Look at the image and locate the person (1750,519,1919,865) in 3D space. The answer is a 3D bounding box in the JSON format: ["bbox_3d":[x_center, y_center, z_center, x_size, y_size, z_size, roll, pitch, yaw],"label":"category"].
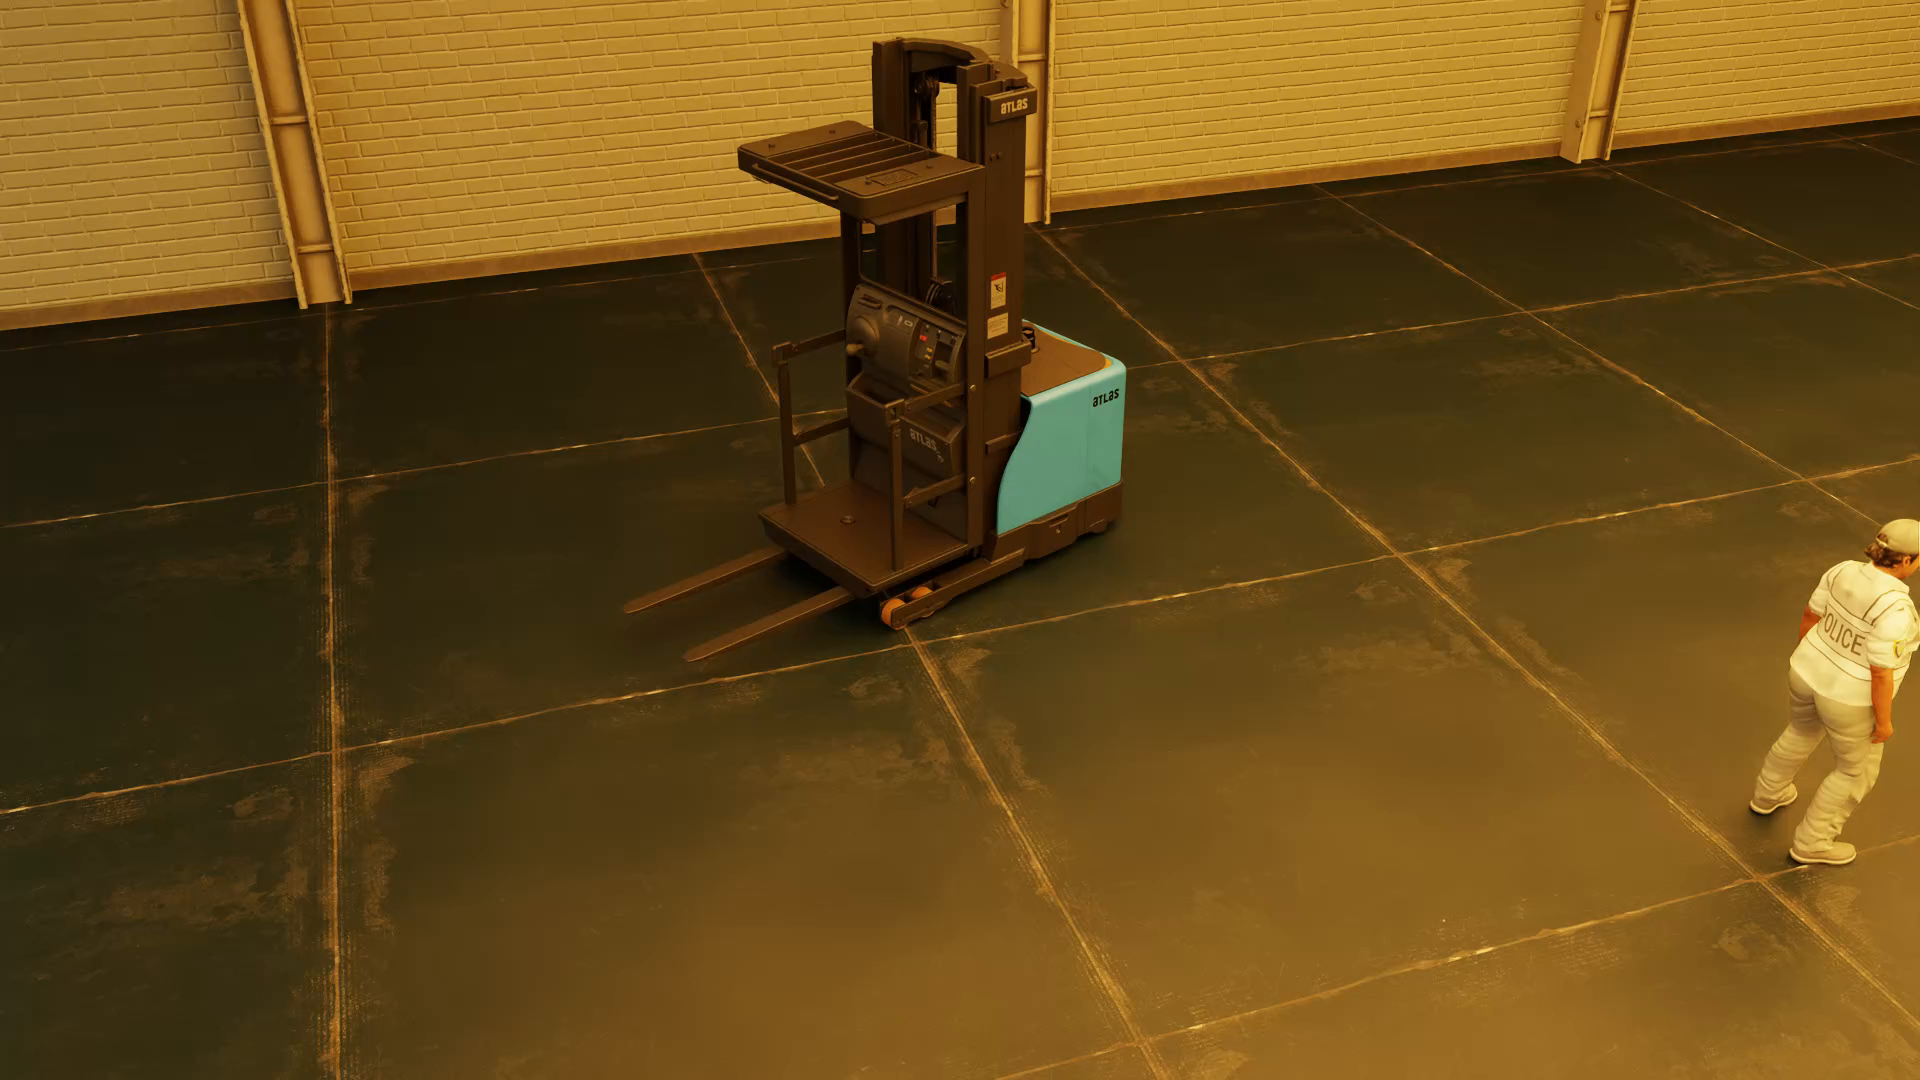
[{"bbox_3d":[3.867,0.627,7.285,0.422,1.650,0.590,-6,30,-11],"label":"person"}]

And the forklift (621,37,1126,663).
[{"bbox_3d":[-0.461,-1.072,8.951,3.031,2.935,1.130,-23,37,-34],"label":"forklift"}]
